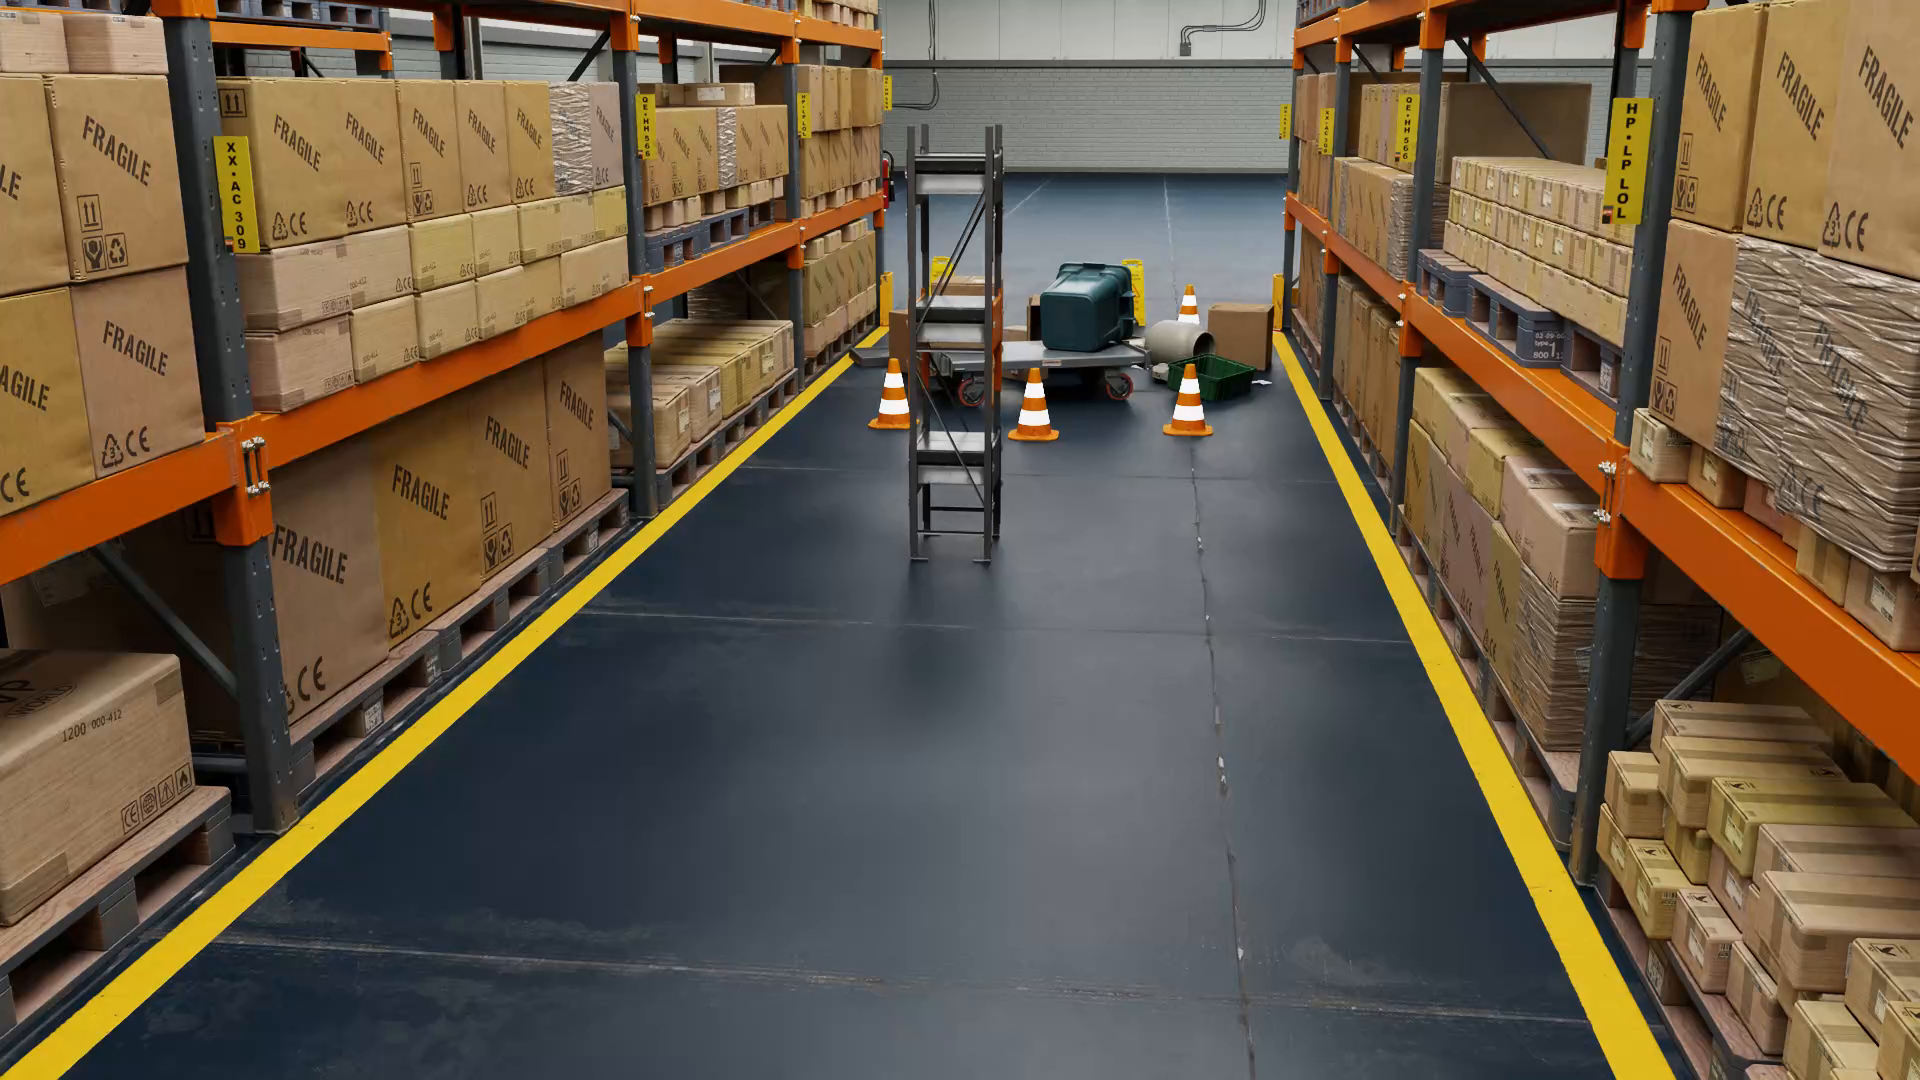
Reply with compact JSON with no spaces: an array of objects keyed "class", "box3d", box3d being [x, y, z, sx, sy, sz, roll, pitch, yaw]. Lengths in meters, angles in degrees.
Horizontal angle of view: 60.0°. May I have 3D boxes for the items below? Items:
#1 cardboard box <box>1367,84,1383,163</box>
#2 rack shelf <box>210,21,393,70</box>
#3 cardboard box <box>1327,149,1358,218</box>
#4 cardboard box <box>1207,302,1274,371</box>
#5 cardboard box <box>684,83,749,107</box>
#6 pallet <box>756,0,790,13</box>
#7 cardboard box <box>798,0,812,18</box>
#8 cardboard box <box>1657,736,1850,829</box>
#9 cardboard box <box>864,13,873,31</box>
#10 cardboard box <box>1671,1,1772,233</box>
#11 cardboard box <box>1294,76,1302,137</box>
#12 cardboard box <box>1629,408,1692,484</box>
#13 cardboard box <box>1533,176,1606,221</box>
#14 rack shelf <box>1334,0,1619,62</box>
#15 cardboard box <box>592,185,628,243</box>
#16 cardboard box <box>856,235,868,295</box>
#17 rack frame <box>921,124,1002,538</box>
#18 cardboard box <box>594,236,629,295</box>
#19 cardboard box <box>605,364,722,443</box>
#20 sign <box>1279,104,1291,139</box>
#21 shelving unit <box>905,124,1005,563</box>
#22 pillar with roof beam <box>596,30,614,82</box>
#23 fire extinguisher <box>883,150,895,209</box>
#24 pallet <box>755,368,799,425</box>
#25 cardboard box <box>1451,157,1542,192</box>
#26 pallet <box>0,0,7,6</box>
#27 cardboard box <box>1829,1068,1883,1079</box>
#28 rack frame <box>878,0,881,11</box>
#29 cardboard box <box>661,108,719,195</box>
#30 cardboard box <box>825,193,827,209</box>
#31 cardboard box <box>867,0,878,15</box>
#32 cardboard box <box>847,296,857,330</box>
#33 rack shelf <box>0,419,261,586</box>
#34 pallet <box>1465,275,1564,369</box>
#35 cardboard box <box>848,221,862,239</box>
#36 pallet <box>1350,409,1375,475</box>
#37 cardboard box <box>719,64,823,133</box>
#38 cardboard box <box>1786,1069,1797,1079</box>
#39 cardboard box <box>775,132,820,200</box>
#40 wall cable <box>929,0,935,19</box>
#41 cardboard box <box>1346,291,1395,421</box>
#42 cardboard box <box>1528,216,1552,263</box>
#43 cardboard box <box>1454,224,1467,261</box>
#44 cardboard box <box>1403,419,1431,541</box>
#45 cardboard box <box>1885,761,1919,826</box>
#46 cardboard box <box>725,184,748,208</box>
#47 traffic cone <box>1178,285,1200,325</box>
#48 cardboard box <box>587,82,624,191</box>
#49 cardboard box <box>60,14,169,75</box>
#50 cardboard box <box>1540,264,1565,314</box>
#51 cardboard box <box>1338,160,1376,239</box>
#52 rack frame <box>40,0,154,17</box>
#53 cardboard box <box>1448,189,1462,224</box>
[{"class":"cardboard box","box3d":[3.110,-2.768,11.046,0.700,0.500,0.500,1,15,5]},{"class":"rack shelf","box3d":[-6.420,-4.384,14.760,1.077,0.370,4.000,2,15,6]},{"class":"cardboard box","box3d":[3.246,-2.668,12.495,0.875,0.550,0.550,2,15,6]},{"class":"cardboard box","box3d":[2.372,-1.727,14.087,0.500,0.500,0.500,4,16,16]},{"class":"cardboard box","box3d":[-1.613,-2.950,11.015,0.380,0.149,0.250,1,15,4]},{"class":"pallet","box3d":[-1.889,-3.820,11.655,1.213,0.211,1.003,2,15,6]},{"class":"cardboard box","box3d":[-1.347,-4.086,12.760,0.380,0.149,0.250,2,15,6]},{"class":"cardboard box","box3d":[1.979,0.614,4.161,0.380,0.149,0.250,2,15,9]},{"class":"cardboard box","box3d":[-1.020,-4.817,15.465,0.380,0.149,0.250,2,15,7]},{"class":"cardboard box","box3d":[2.021,-0.989,3.898,0.500,0.500,0.500,2,15,8]},{"class":"cardboard box","box3d":[3.588,-4.036,15.484,0.875,0.550,0.550,2,15,6]},{"class":"cardboard box","box3d":[1.957,-0.240,4.283,0.380,0.149,0.250,2,15,8]},{"class":"cardboard box","box3d":[2.313,-1.241,6.043,0.380,0.149,0.250,1,15,4]},{"class":"rack shelf","box3d":[2.991,-3.082,9.944,1.077,0.370,4.000,2,15,6]},{"class":"cardboard box","box3d":[-1.967,-1.618,8.227,0.500,0.250,0.500,2,15,6]},{"class":"cardboard box","box3d":[-1.149,-2.543,15.347,0.500,0.500,0.500,2,15,8]},{"class":"rack frame","box3d":[0.009,-1.034,8.463,0.400,2.100,0.015,2,15,6]},{"class":"cardboard box","box3d":[-1.964,-1.371,8.272,0.500,0.250,0.500,1,15,4]},{"class":"cardboard box","box3d":[-2.016,-0.854,10.303,0.950,0.372,0.625,1,15,5]},{"class":"sign","box3d":[3.117,-4.011,15.939,0.100,0.325,0.005,2,15,6]},{"class":"shelving unit","box3d":[-0.019,-0.971,8.229,0.431,2.100,0.503,2,15,6]},{"class":"pillar with roof beam","box3d":[-1.537,-9.529,26.664,9.100,9.000,0.400,2,15,6]},{"class":"fire extinguisher","box3d":[-0.791,-3.635,16.508,0.296,0.674,0.183,2,15,6]},{"class":"pallet","box3d":[-1.800,-1.071,12.219,1.003,0.211,1.213,2,15,6]},{"class":"cardboard box","box3d":[2.520,-1.716,7.797,0.380,0.149,0.250,2,15,6]},{"class":"pallet","box3d":[-6.986,-3.553,10.669,1.003,0.211,1.213,2,15,9]},{"class":"cardboard box","box3d":[1.792,1.090,2.973,0.380,0.149,0.250,2,15,7]},{"class":"rack frame","box3d":[-1.262,-6.553,15.656,1.000,3.000,0.127,2,15,6]},{"class":"cardboard box","box3d":[-1.779,-2.360,10.076,0.500,0.500,0.500,2,15,7]},{"class":"cardboard box","box3d":[-1.321,-2.840,13.901,0.380,0.149,0.250,2,15,6]},{"class":"cardboard box","box3d":[-1.052,-5.035,15.508,0.500,0.250,0.500,2,15,6]},{"class":"cardboard box","box3d":[-1.206,-2.045,14.940,0.500,0.250,0.500,1,15,4]},{"class":"rack shelf","box3d":[-2.842,0.322,3.104,1.077,0.370,4.000,2,15,6]},{"class":"pallet","box3d":[2.583,-0.855,6.445,1.003,0.211,1.213,2,15,6]},{"class":"cardboard box","box3d":[-1.099,-2.829,15.163,0.380,0.149,0.250,2,15,7]},{"class":"pallet","box3d":[3.069,-0.634,10.602,1.003,0.211,1.213,2,15,6]},{"class":"cardboard box","box3d":[-1.448,-3.402,12.818,0.700,0.500,0.500,2,15,6]},{"class":"cardboard box","box3d":[1.848,1.171,3.241,0.380,0.149,0.250,1,15,5]},{"class":"cardboard box","box3d":[-1.387,-2.917,12.942,0.500,0.500,0.500,2,15,6]},{"class":"wall cable","box3d":[0.551,-15.909,46.531,3.097,2.526,0.112,2,15,6]},{"class":"cardboard box","box3d":[3.123,-1.203,10.869,1.050,0.750,0.750,2,15,6]},{"class":"cardboard box","box3d":[2.308,-1.101,6.094,0.380,0.149,0.250,2,15,7]},{"class":"cardboard box","box3d":[2.484,-1.364,7.637,0.380,0.149,0.250,2,15,9]},{"class":"cardboard box","box3d":[2.432,-0.282,7.944,0.500,0.500,0.500,1,15,4]},{"class":"cardboard box","box3d":[2.543,0.629,4.107,0.380,0.149,0.250,2,15,7]},{"class":"cardboard box","box3d":[-1.626,-2.295,11.079,0.380,0.149,0.250,2,15,6]},{"class":"traffic cone","box3d":[2.197,-2.217,15.973,0.336,0.463,0.334,2,15,6]},{"class":"cardboard box","box3d":[-1.963,-1.971,8.097,0.500,0.500,0.500,1,15,5]},{"class":"cardboard box","box3d":[-2.334,-1.299,4.370,0.380,0.149,0.250,1,15,5]},{"class":"cardboard box","box3d":[2.275,-0.884,5.863,0.380,0.149,0.250,1,15,4]},{"class":"cardboard box","box3d":[2.834,-2.289,11.187,0.500,0.500,0.500,2,15,7]},{"class":"rack frame","box3d":[-6.646,-2.764,13.139,1.000,3.000,0.127,2,15,6]},{"class":"cardboard box","box3d":[2.511,-1.568,7.821,0.380,0.149,0.250,2,15,9]}]
